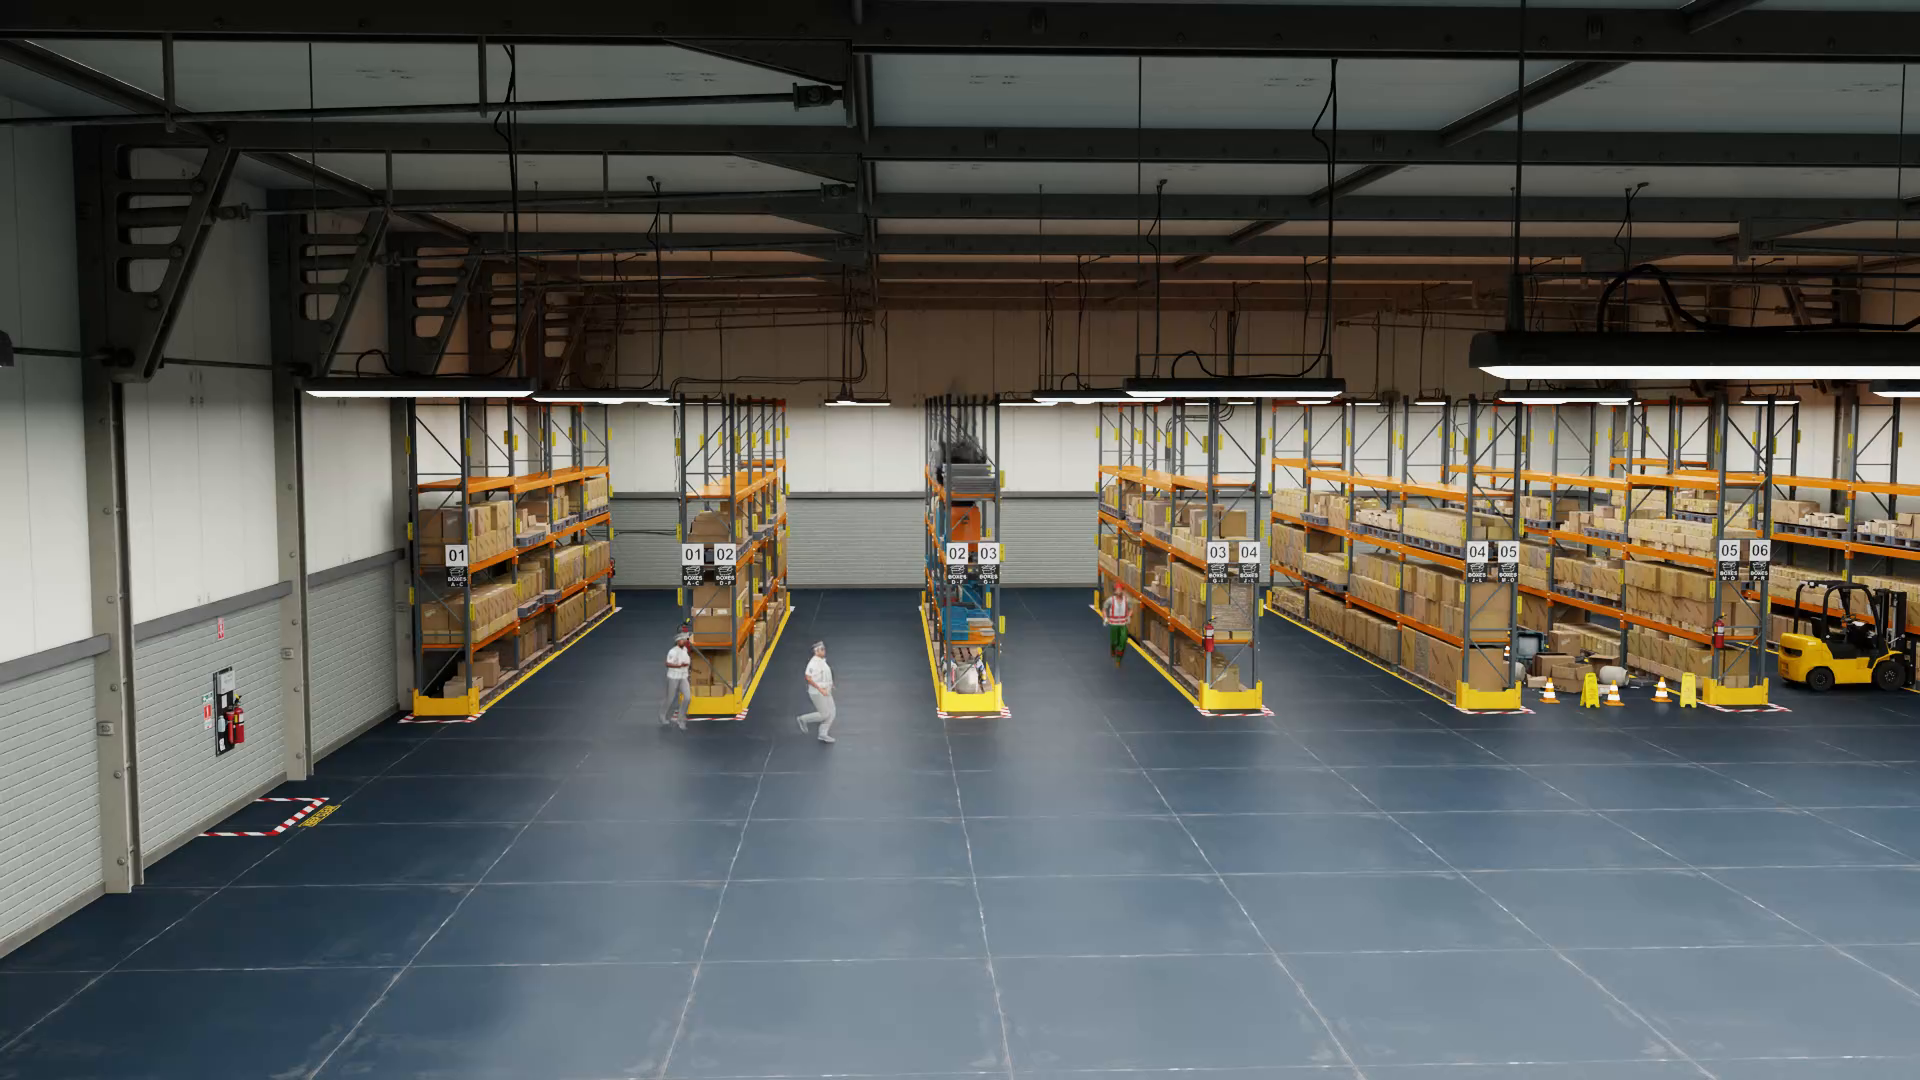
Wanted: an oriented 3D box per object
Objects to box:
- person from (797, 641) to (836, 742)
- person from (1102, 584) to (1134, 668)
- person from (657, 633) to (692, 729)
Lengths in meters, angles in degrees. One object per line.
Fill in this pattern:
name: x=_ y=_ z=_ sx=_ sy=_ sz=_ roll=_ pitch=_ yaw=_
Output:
person: x=-2.457 y=2.601 z=28.645 sx=0.644 sy=1.748 sz=0.669 roll=1 pitch=5 yaw=16
person: x=3.347 y=1.799 z=35.150 sx=0.657 sy=1.765 sz=0.596 roll=0 pitch=5 yaw=-4
person: x=-5.073 y=2.534 z=29.927 sx=0.732 sy=1.754 sz=0.579 roll=4 pitch=6 yaw=41
